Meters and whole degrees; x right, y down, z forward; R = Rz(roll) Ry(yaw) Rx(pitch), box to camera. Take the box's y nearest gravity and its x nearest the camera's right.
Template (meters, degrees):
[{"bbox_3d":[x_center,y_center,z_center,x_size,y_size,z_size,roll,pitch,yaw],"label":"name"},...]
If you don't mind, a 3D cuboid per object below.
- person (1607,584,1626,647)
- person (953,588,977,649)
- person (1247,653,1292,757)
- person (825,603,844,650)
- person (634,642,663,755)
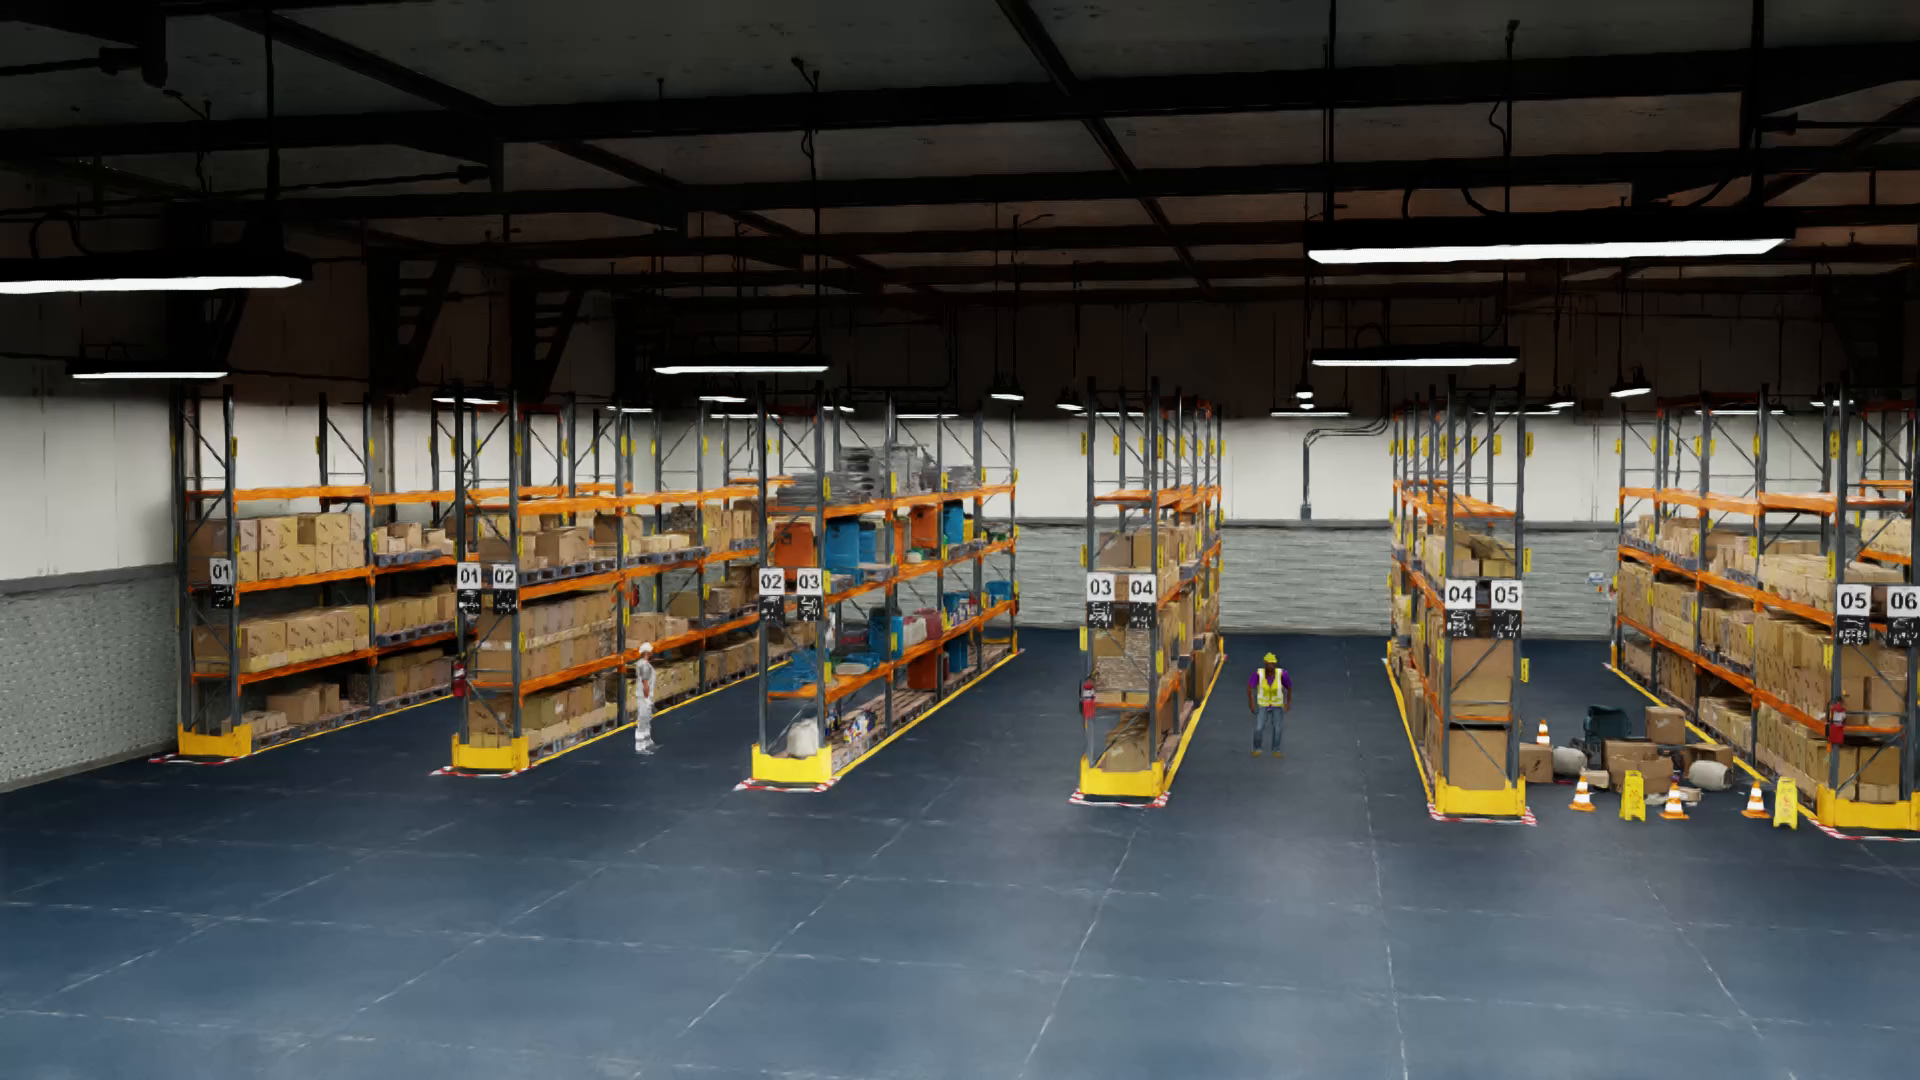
[{"bbox_3d":[16.460,1.884,41.671,0.510,1.585,0.462,-3,4,-40],"label":"person"},{"bbox_3d":[-0.007,1.967,39.323,0.585,1.665,0.987,2,4,33],"label":"person"},{"bbox_3d":[4.974,2.656,26.755,0.719,1.714,0.578,1,3,10],"label":"person"},{"bbox_3d":[-2.687,2.203,35.692,0.404,1.732,0.559,-1,3,-15],"label":"person"},{"bbox_3d":[-5.089,2.567,27.162,0.468,1.794,0.625,-1,3,-15],"label":"person"}]
